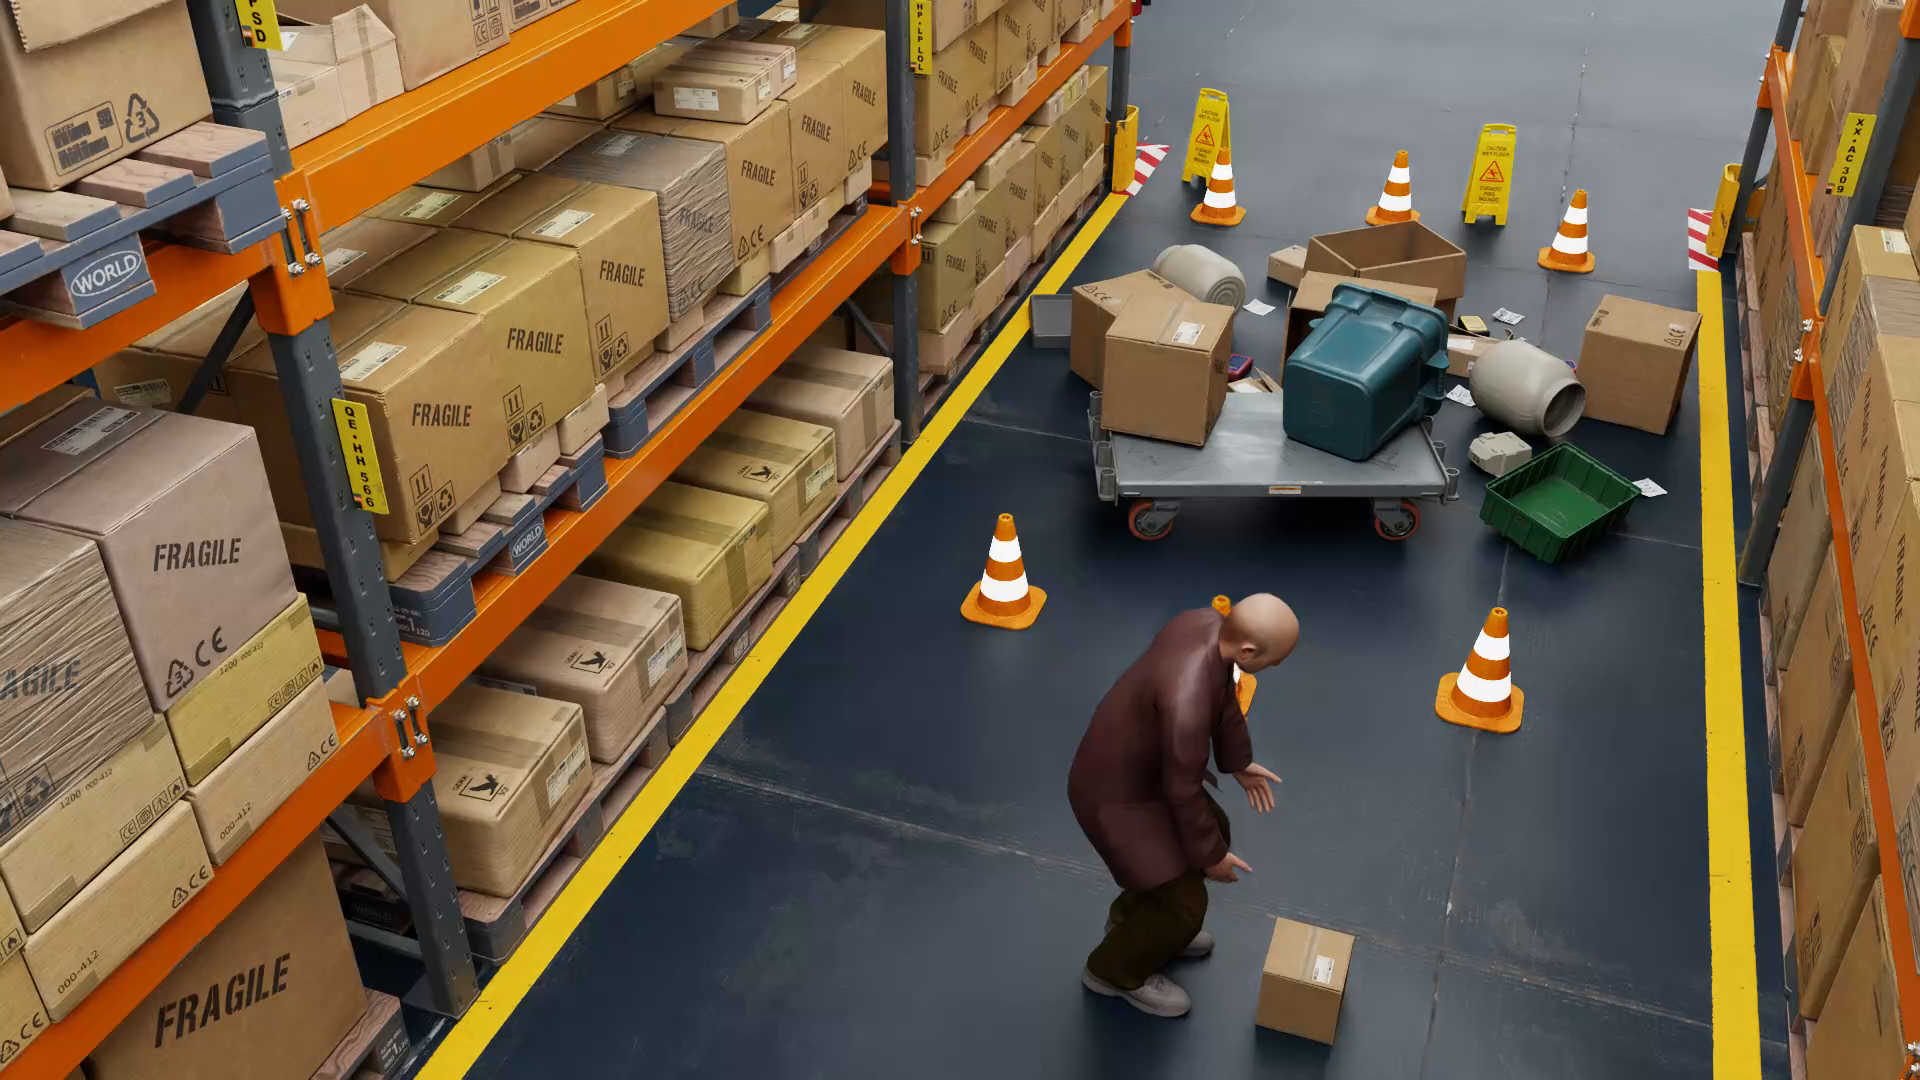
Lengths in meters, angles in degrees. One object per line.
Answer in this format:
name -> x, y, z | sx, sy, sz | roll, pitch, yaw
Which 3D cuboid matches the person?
person -> 0.664, 0.781, 5.181 | 0.636, 1.526, 0.627 | 11, 34, 17
